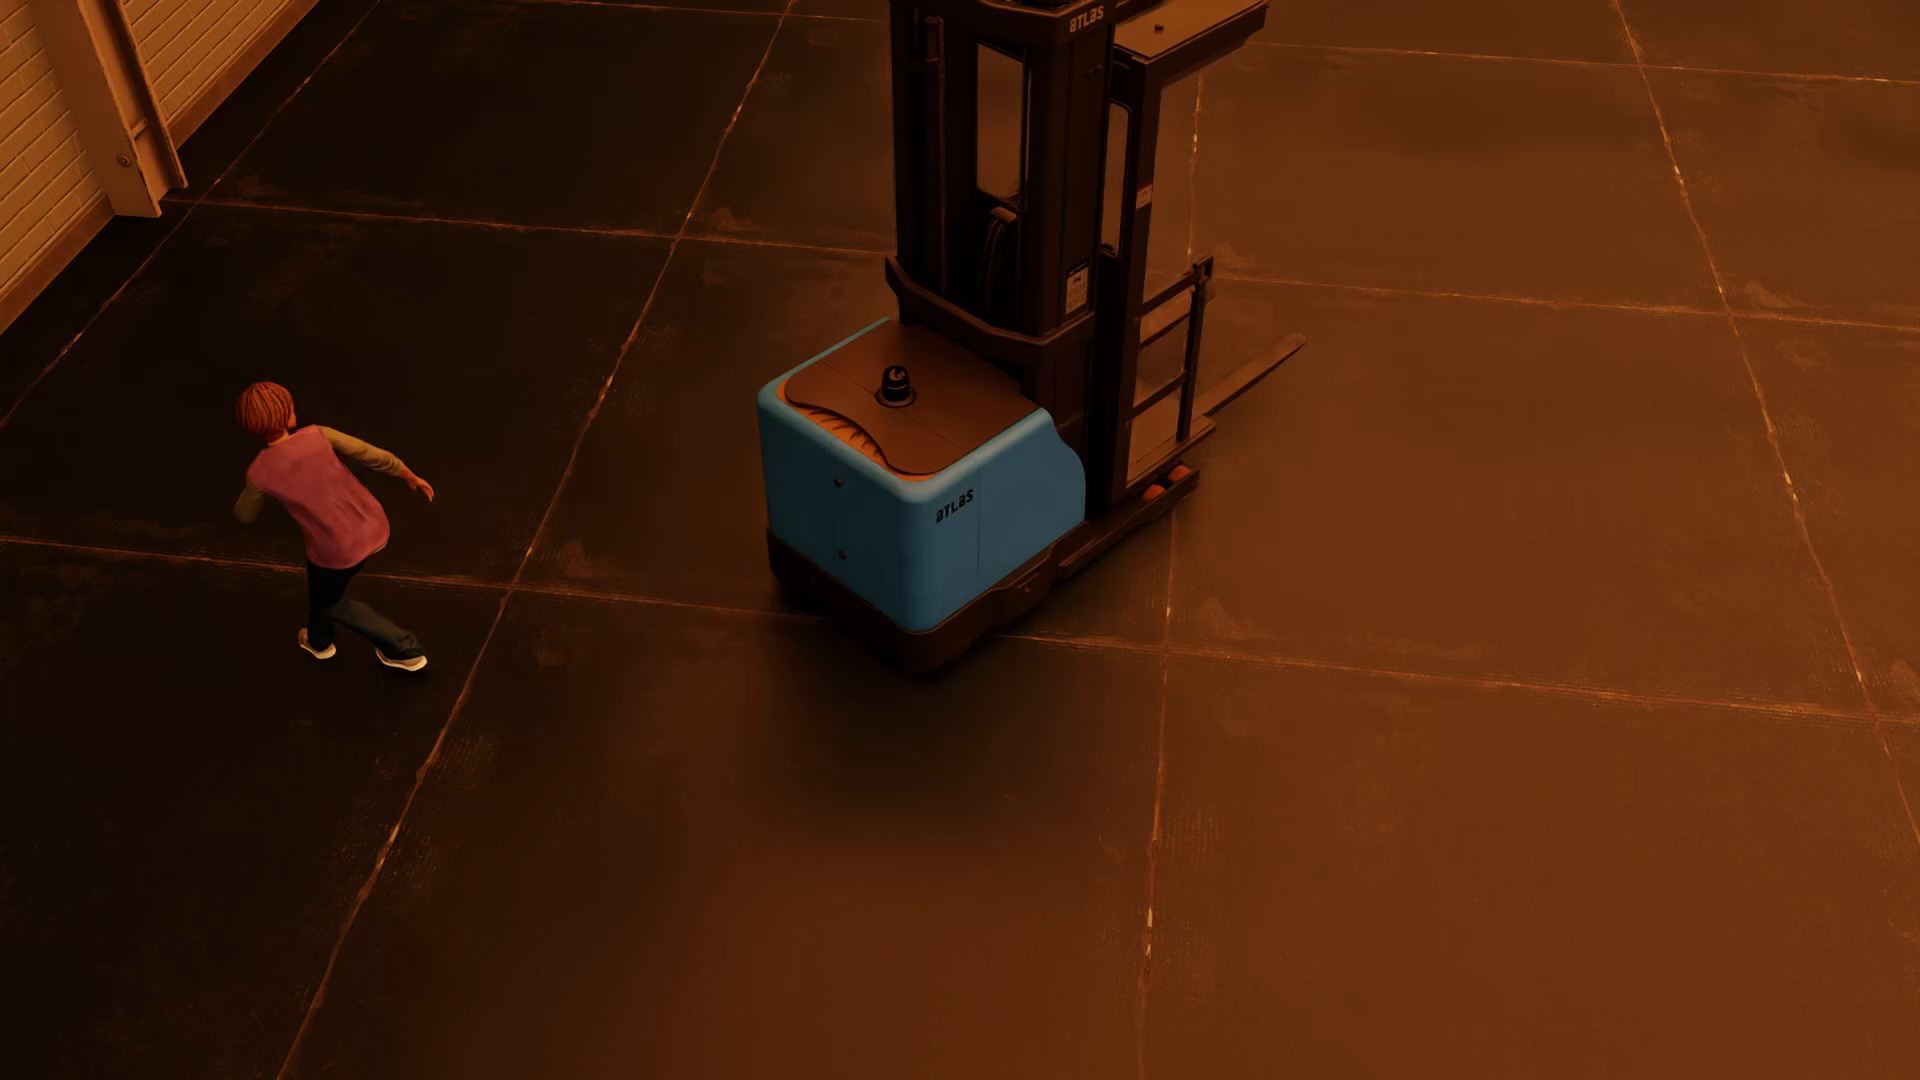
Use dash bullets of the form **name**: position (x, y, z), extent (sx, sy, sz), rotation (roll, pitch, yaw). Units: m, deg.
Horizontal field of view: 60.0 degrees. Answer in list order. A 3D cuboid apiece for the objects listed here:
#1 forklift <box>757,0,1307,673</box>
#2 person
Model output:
- **forklift**: position (0.518, -1.402, 7.250), extent (1.130, 2.935, 3.031), rotation (34, 52, 31)
- **person**: position (-2.609, -0.093, 6.930), extent (0.755, 1.478, 0.676), rotation (26, 49, 26)
